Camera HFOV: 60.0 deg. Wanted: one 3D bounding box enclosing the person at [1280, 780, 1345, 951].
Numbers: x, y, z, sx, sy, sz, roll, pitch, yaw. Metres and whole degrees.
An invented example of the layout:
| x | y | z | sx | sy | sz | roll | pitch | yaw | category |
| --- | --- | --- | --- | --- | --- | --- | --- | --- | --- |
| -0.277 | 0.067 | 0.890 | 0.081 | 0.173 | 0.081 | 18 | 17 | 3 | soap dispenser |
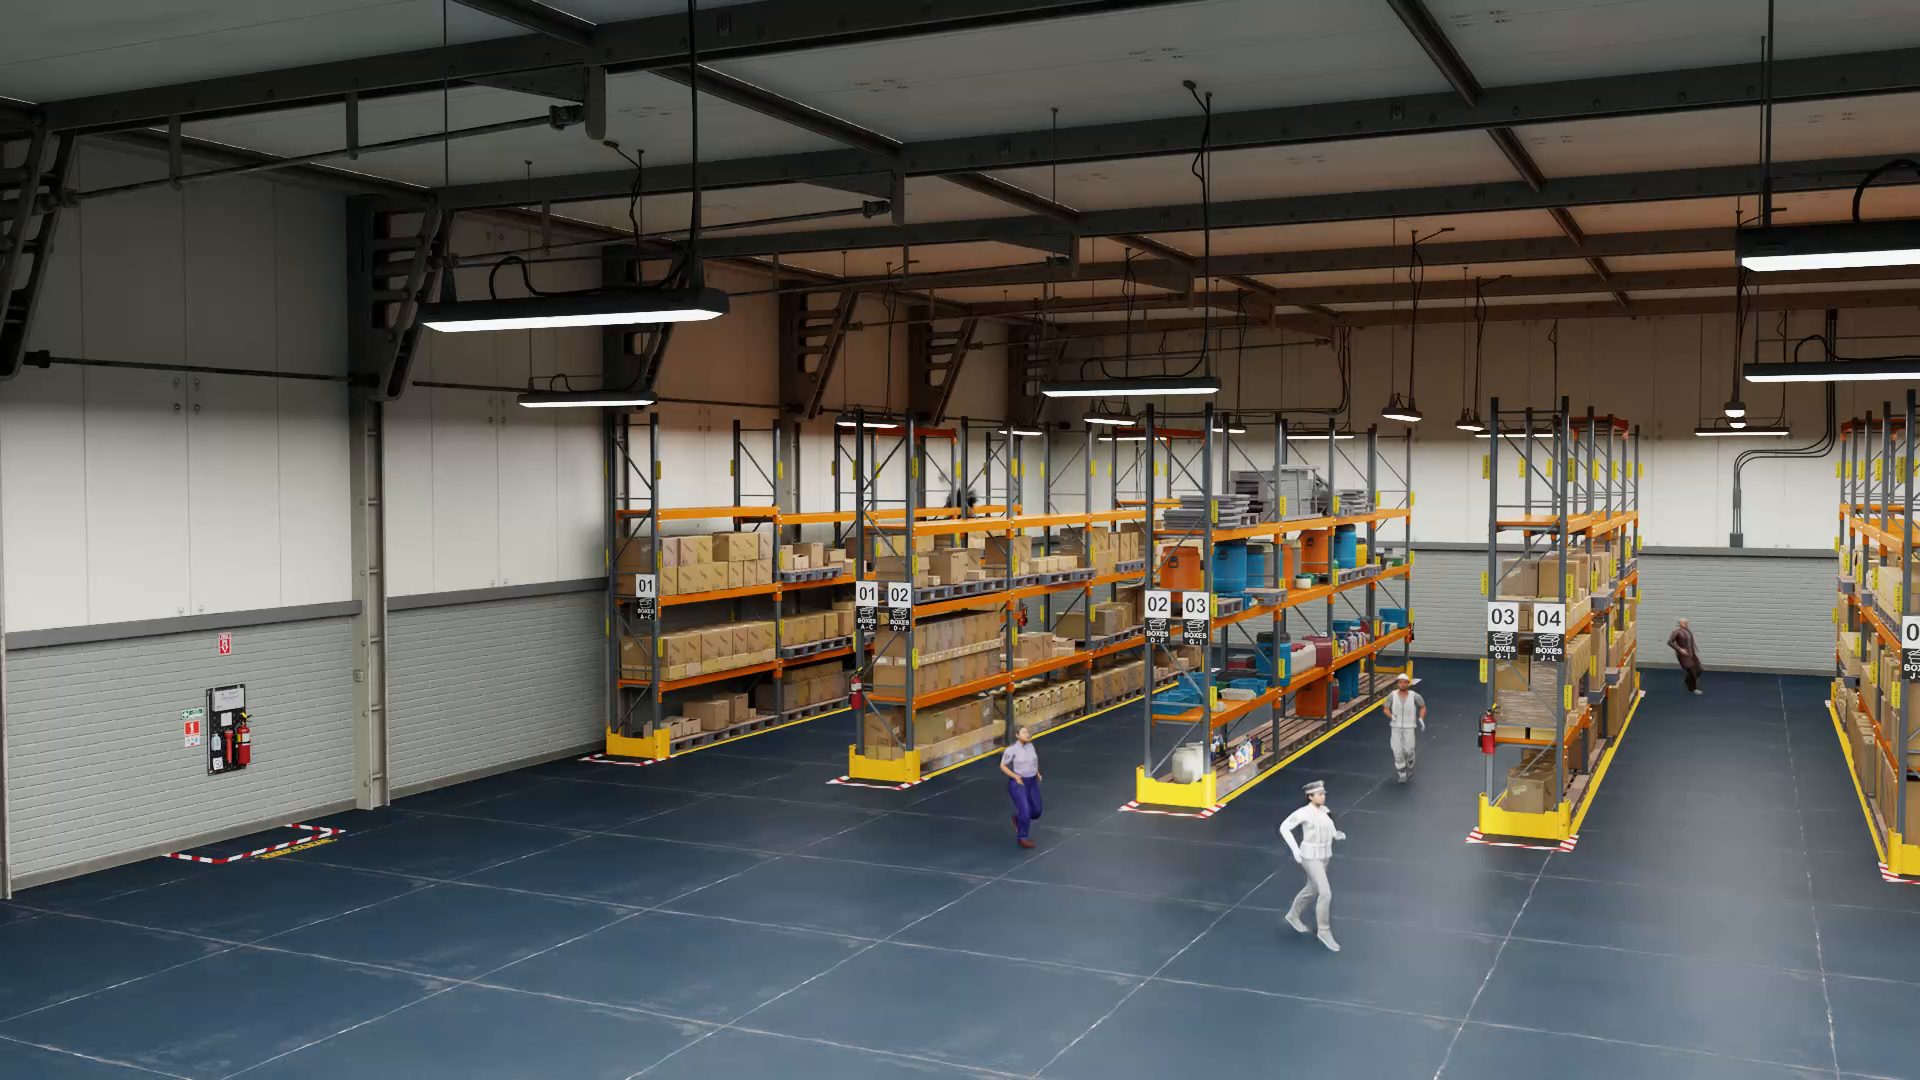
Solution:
| x | y | z | sx | sy | sz | roll | pitch | yaw | category |
| --- | --- | --- | --- | --- | --- | --- | --- | --- | --- |
| 3.743 | 3.410 | 17.618 | 0.563 | 1.742 | 0.757 | -2 | 3 | -44 | person |

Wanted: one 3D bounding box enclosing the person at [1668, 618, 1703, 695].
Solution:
| x | y | z | sx | sy | sz | roll | pitch | yaw | category |
| --- | --- | --- | --- | --- | --- | --- | --- | --- | --- |
| 16.170 | 2.590 | 37.059 | 0.782 | 1.707 | 0.592 | -1 | 3 | -27 | person |

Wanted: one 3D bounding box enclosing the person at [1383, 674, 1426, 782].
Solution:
| x | y | z | sx | sy | sz | roll | pitch | yaw | category |
| --- | --- | --- | --- | --- | --- | --- | --- | --- | --- |
| 7.063 | 3.007 | 26.493 | 0.646 | 1.744 | 0.592 | 1 | 3 | 21 | person |

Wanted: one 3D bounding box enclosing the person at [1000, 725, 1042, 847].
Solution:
| x | y | z | sx | sy | sz | roll | pitch | yaw | category |
| --- | --- | --- | --- | --- | --- | --- | --- | --- | --- |
| 0.812 | 3.267 | 22.218 | 0.607 | 1.595 | 0.587 | -2 | 3 | -37 | person |
